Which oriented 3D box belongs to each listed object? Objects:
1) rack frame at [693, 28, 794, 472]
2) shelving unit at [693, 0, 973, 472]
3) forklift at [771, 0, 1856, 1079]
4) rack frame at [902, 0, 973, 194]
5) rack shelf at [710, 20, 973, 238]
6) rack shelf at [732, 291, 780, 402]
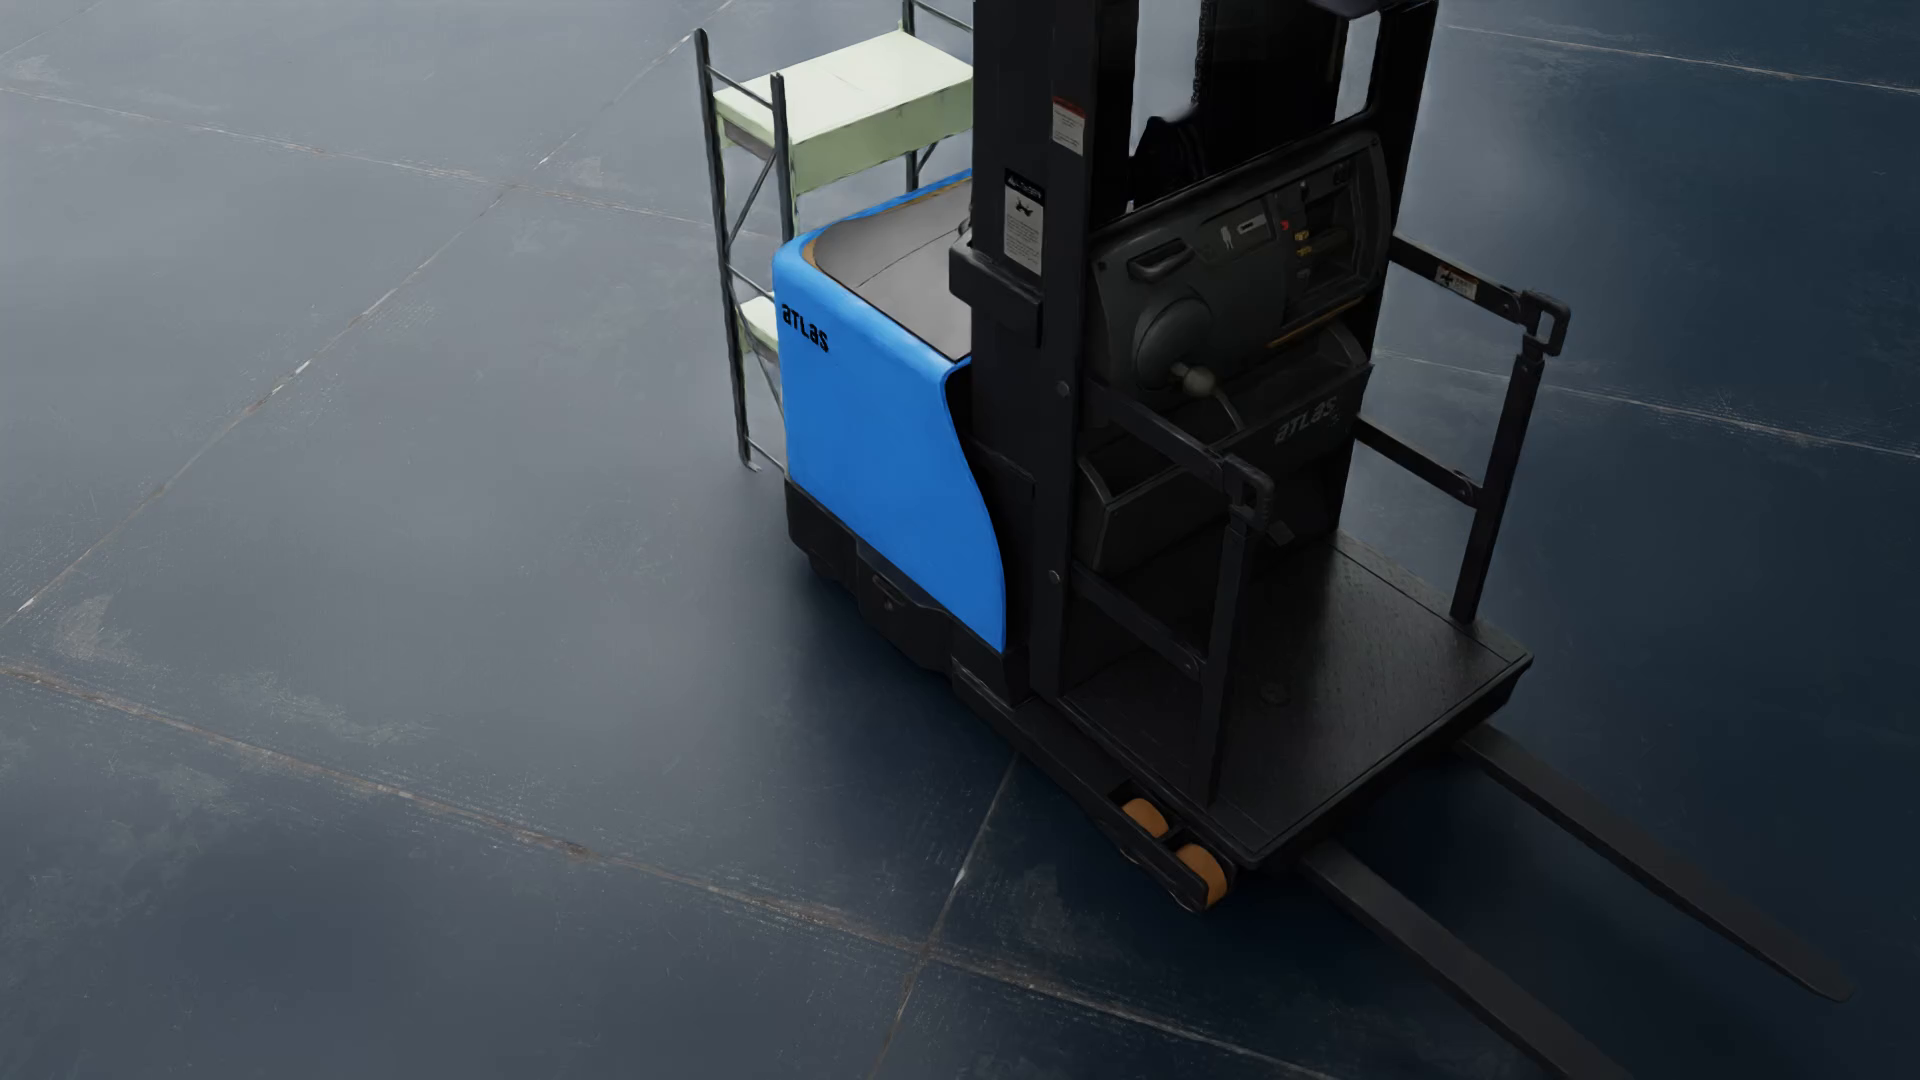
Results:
[{"bbox_3d":[-0.599,-0.744,4.967,0.023,1.500,0.400,-29,48,-29],"label":"rack frame"},{"bbox_3d":[-0.319,-0.897,5.146,0.755,1.500,0.431,-29,48,-29],"label":"shelving unit"},{"bbox_3d":[0.791,-0.560,3.648,1.130,2.935,3.031,-28,48,-29],"label":"forklift"},{"bbox_3d":[-0.039,-1.050,5.325,0.023,1.500,0.400,-29,48,-29],"label":"rack frame"},{"bbox_3d":[-0.319,-1.194,4.893,0.720,0.370,0.431,-29,48,-29],"label":"rack shelf"},{"bbox_3d":[-0.319,-0.649,5.357,0.720,0.370,0.431,-29,48,-29],"label":"rack shelf"}]
